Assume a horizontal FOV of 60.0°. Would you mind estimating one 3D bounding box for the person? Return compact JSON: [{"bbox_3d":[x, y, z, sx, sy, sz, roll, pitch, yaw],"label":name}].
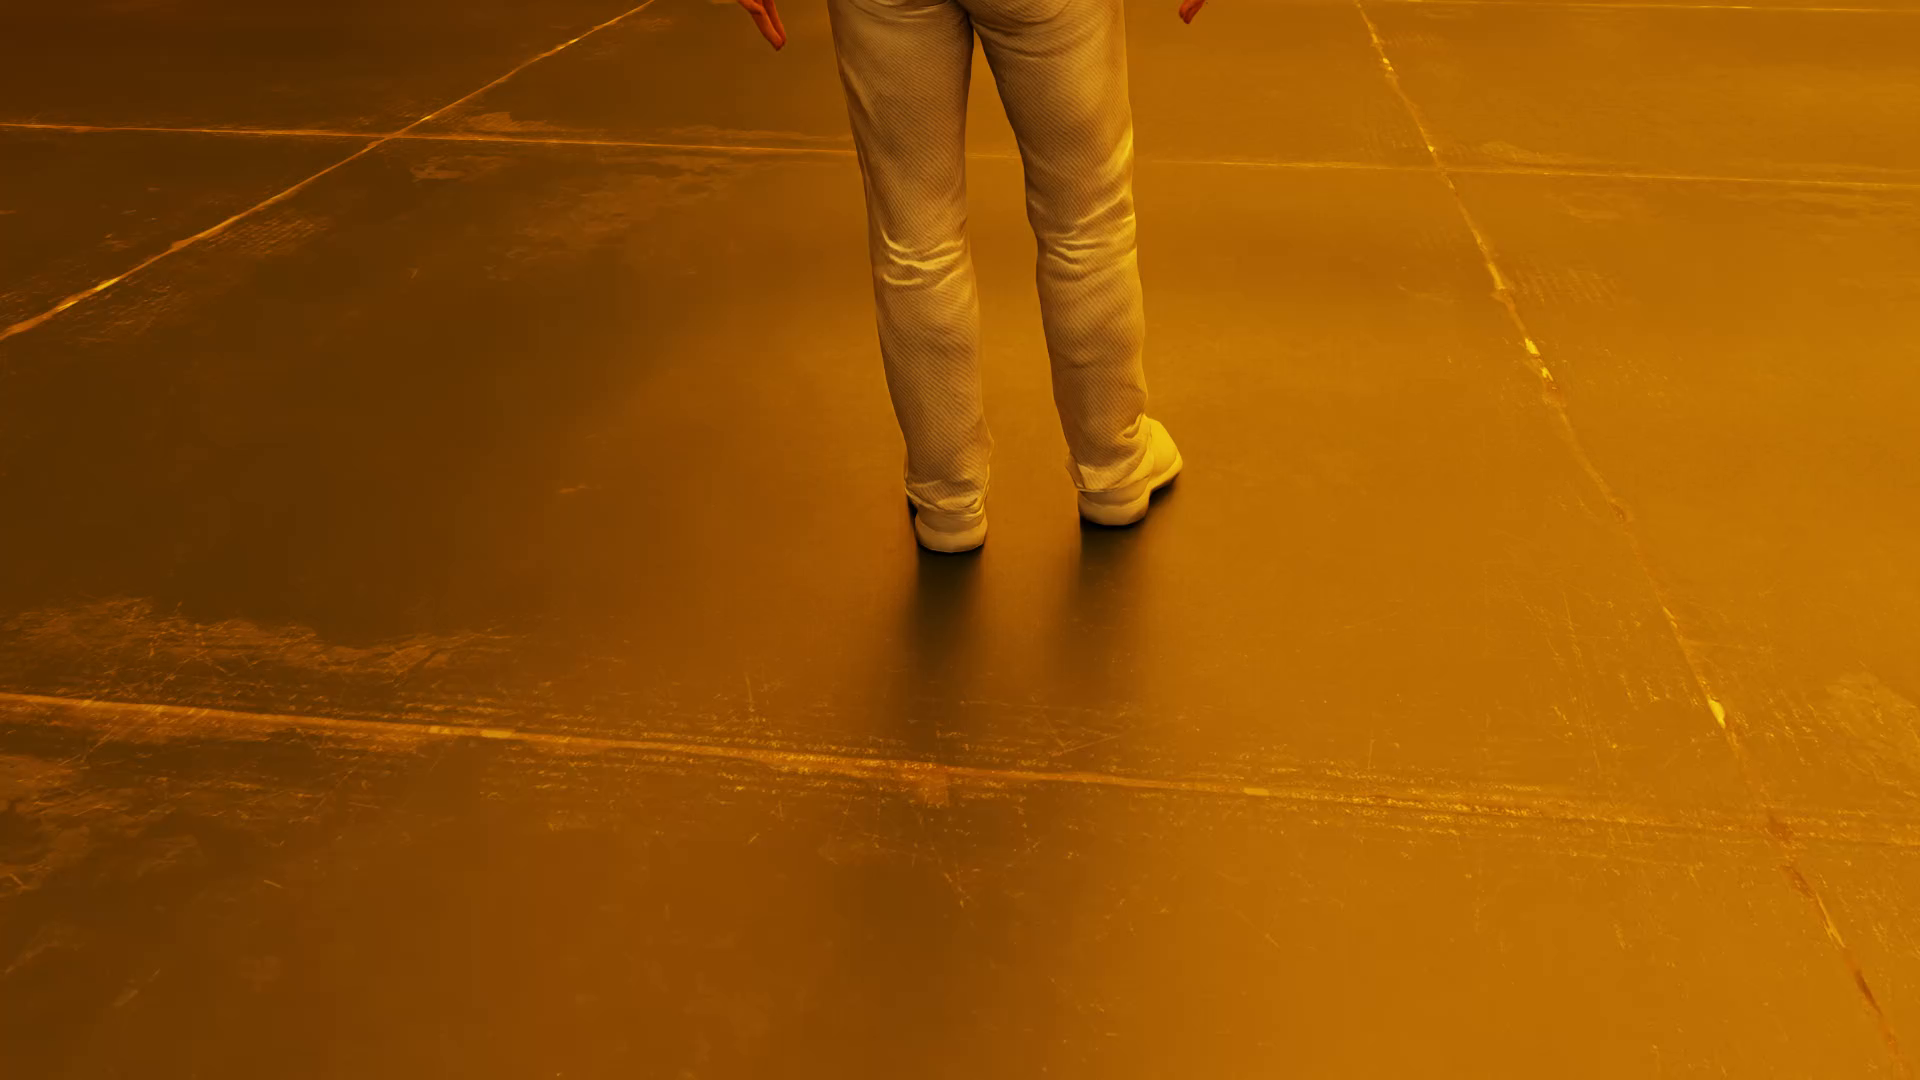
[{"bbox_3d":[0.015,-0.828,2.164,0.665,1.768,0.575,3,27,7],"label":"person"}]
